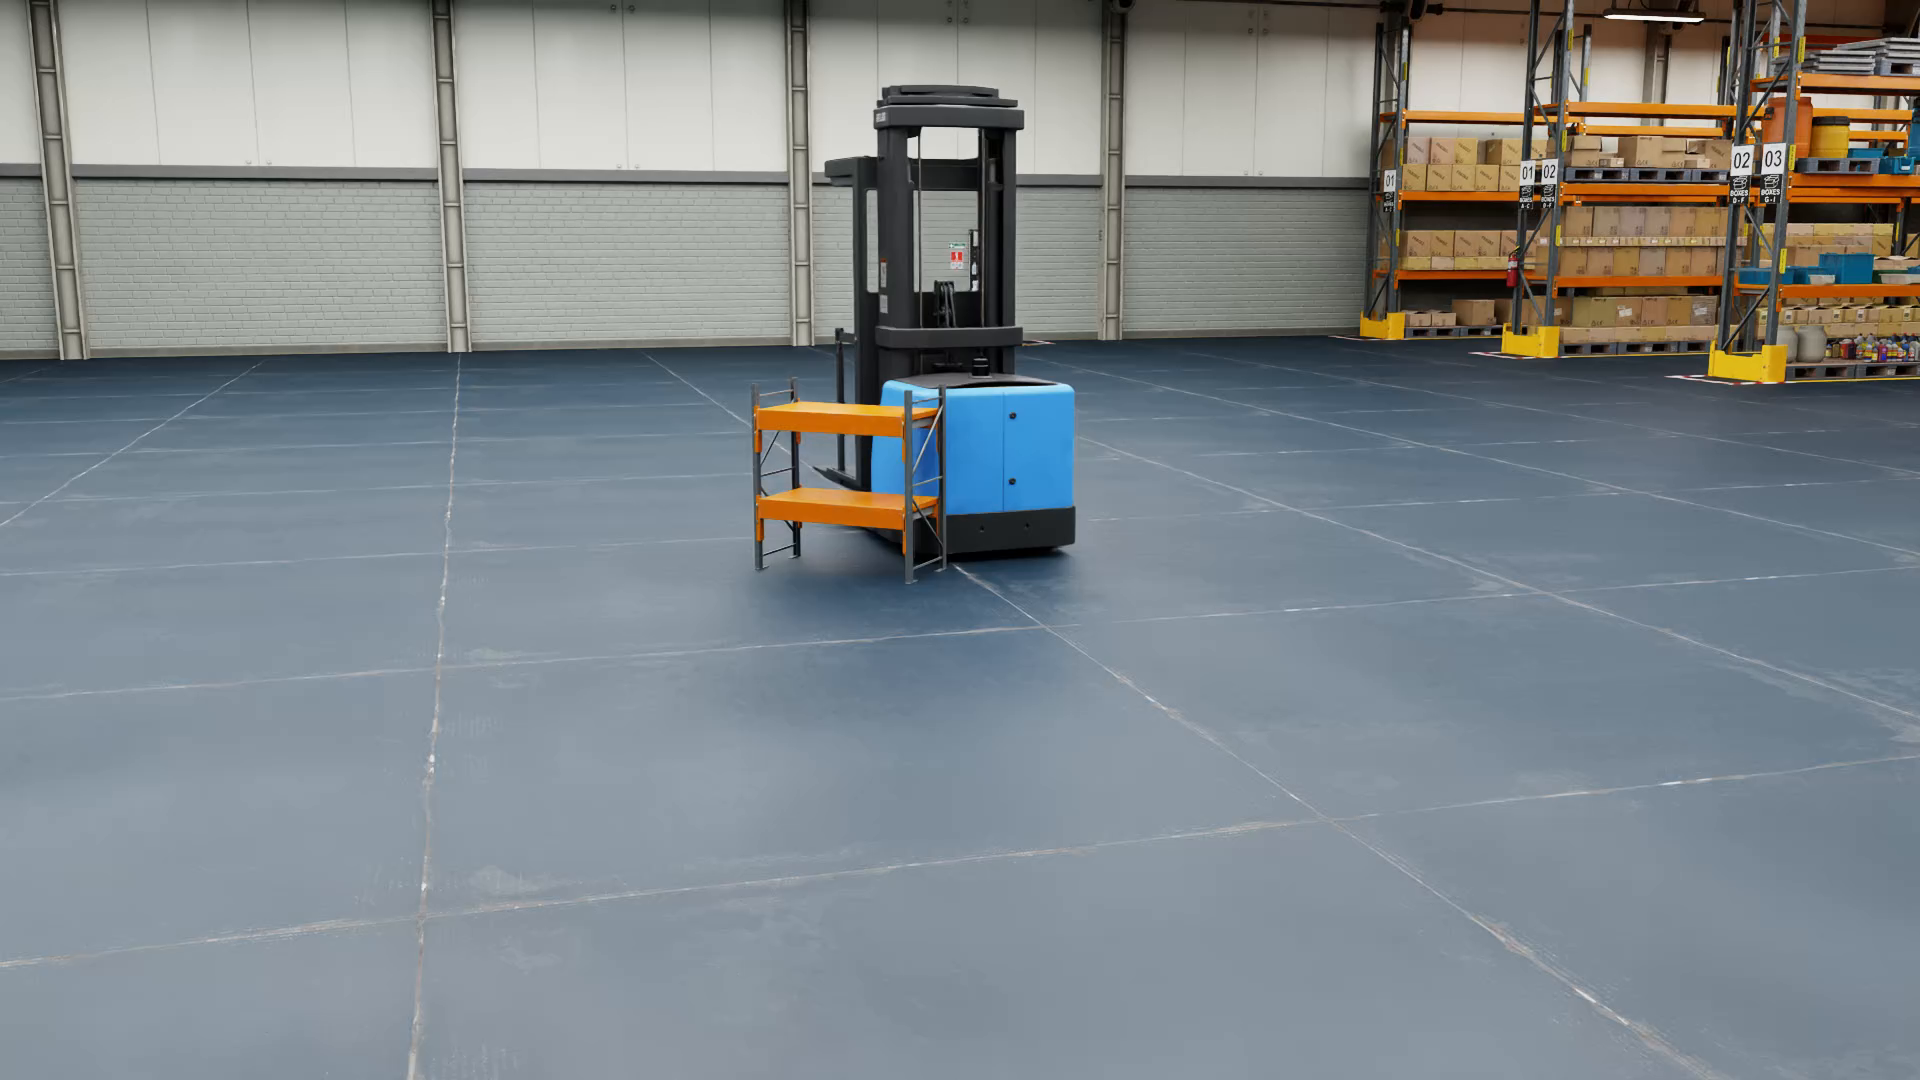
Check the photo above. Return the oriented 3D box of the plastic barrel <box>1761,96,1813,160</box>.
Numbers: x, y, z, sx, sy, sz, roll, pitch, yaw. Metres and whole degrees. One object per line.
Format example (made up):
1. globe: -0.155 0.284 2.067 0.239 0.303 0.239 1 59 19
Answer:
1. plastic barrel: 11.413 -5.673 22.944 0.708 0.830 0.600 -3 11 -16

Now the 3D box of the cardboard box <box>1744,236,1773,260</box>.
1. cardboard box: 16.432 -6.045 34.447 0.500 0.500 0.500 -3 11 -14

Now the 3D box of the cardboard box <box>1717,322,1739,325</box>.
1. cardboard box: 13.758 -3.722 29.415 0.500 0.250 0.500 -3 11 -16

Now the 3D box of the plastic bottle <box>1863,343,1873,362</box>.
1. plastic bottle: 12.810 -2.645 23.450 0.097 0.271 0.097 0 10 0

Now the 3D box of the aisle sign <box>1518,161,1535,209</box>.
1. aisle sign: 9.456 -5.920 27.741 0.004 0.787 0.394 -3 11 -16

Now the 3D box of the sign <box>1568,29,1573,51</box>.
1. sign: 9.750 -7.985 26.549 0.005 0.325 0.100 -3 11 -16

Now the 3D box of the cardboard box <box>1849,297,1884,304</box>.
1. cardboard box: 19.147 -5.156 35.548 0.750 0.750 0.750 -3 11 -15

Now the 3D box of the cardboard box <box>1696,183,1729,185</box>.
1. cardboard box: 15.278 -7.218 33.875 0.500 0.311 0.500 -3 11 -16

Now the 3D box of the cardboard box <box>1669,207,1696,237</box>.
1. cardboard box: 12.051 -5.409 28.285 0.500 0.500 0.700 -3 11 -16

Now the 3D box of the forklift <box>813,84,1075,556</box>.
1. forklift: -0.279 -1.566 11.458 1.130 2.935 3.031 -4 11 -21

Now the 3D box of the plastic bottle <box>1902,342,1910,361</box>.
1. plastic bottle: 13.429 -2.678 23.627 0.097 0.271 0.097 0 10 0

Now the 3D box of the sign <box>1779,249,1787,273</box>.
1. sign: 11.131 -3.773 22.493 0.005 0.325 0.100 -3 11 -16

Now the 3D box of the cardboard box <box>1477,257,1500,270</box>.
1. cardboard box: 10.241 -5.439 32.667 0.500 0.250 0.500 -3 11 -15

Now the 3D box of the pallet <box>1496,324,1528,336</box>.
1. pallet: 11.418 -4.246 33.528 1.213 0.211 1.003 -3 11 -16

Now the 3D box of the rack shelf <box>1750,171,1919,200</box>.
1. rack shelf: 12.902 -4.956 23.382 4.000 0.370 1.077 -3 11 -16

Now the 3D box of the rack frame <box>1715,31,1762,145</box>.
1. rack frame: 15.894 -8.810 34.050 0.127 3.000 1.000 -3 11 -16

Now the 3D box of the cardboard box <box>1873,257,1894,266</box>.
1. cardboard box: 16.369 -4.944 29.861 0.500 0.311 0.500 -3 11 -17

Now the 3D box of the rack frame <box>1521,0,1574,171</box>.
1. rack frame: 9.601 -7.545 27.174 0.127 3.000 1.000 -3 11 -16

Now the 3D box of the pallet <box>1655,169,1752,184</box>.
1. pallet: 12.630 -6.181 28.294 1.213 0.211 1.003 -3 11 -16

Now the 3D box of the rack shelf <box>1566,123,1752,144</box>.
1. rack shelf: 13.973 -8.159 33.601 4.000 0.370 1.077 -3 11 -16

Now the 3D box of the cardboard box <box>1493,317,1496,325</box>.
1. cardboard box: 10.512 -4.394 33.291 0.250 0.149 0.380 -4 11 -21

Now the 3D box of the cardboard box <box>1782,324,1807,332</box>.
1. cardboard box: 14.389 -3.654 29.044 0.500 0.250 0.500 -3 11 -15

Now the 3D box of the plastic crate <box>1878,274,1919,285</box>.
1. plastic crate: 13.334 -3.679 23.477 0.437 0.136 0.530 -3 11 -16

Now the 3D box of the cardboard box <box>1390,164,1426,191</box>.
1. cardboard box: 8.604 -6.963 31.967 0.500 0.500 0.500 -3 11 -14

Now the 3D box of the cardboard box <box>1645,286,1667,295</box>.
1. cardboard box: 14.160 -5.125 34.221 0.500 0.250 0.500 -3 11 -16

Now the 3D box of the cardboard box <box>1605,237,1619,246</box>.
1. cardboard box: 10.773 -4.983 27.763 0.250 0.149 0.380 -3 11 -17

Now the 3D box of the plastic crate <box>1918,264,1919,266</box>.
1. plastic crate: 14.284 -3.900 24.120 0.504 0.338 0.767 -3 11 -16

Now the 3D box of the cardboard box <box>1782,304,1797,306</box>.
1. cardboard box: 14.728 -4.049 29.643 0.500 0.311 0.500 -3 11 -16

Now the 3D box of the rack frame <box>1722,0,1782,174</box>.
1. rack frame: 13.441 -7.747 28.273 0.127 3.000 1.000 -3 11 -16

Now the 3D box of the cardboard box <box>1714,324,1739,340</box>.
1. cardboard box: 13.057 -3.589 28.694 0.500 0.250 0.500 -3 11 -16

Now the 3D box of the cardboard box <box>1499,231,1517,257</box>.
1. cardboard box: 10.722 -5.835 32.744 0.500 0.500 0.500 -3 11 -18

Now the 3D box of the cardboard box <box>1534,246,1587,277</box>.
1. cardboard box: 10.053 -4.665 27.824 0.500 0.500 0.700 -3 11 -16

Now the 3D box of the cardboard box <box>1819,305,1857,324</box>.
1. cardboard box: 15.383 -3.982 29.279 0.500 0.311 0.500 -3 11 -14

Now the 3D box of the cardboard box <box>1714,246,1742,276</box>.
1. cardboard box: 13.017 -4.822 28.680 0.500 0.500 0.700 -3 11 -17

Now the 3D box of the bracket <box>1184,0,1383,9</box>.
1. bracket: 5.854 -10.148 31.372 4.783 0.066 0.076 -3 11 -16

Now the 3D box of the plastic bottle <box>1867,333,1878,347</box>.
1. plastic bottle: 13.342 -2.849 24.339 0.185 0.351 0.144 -3 11 -16

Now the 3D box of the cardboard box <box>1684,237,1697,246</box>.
1. cardboard box: 12.263 -5.063 28.194 0.250 0.149 0.380 -3 11 -16

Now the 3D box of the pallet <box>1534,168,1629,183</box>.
1. pallet: 10.287 -6.057 27.623 1.213 0.211 1.003 -3 11 -16

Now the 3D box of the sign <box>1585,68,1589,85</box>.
1. sign: 12.187 -9.011 32.341 0.005 0.325 0.100 -3 11 -16

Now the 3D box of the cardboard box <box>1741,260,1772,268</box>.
1. cardboard box: 13.902 -4.755 29.007 0.500 0.250 0.500 -2 11 -12

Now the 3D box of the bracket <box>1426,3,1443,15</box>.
1. bracket: 9.141 -10.321 32.313 0.430 0.232 0.235 -3 11 -16

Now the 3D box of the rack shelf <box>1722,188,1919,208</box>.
1. rack shelf: 15.362 -6.019 29.160 4.000 0.370 1.077 -3 11 -16

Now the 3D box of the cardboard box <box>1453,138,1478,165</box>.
1. cardboard box: 9.635 -7.503 32.139 0.500 0.500 0.500 -3 11 -14

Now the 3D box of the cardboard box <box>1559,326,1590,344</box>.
1. cardboard box: 10.178 -3.437 27.865 0.500 0.250 0.500 -3 11 -16

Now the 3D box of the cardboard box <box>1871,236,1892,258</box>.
1. cardboard box: 19.362 -6.201 35.290 0.500 0.500 0.500 -3 11 -17

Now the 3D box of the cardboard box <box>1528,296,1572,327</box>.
1. cardboard box: 10.032 -3.896 28.289 0.500 0.500 0.500 -3 11 -16

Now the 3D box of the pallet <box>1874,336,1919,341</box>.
1. pallet: 16.481 -3.593 29.979 1.213 0.211 1.003 -3 11 -16

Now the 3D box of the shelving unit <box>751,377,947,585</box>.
1. shelving unit: -0.662 -0.375 9.979 1.048 1.125 0.538 5 11 24

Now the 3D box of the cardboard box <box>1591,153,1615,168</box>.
1. cardboard box: 10.633 -6.375 27.974 0.500 0.250 0.500 -3 11 -16

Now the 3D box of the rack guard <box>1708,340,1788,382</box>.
1. rack guard: 11.041 -2.516 23.330 0.348 0.500 1.175 -3 11 -16

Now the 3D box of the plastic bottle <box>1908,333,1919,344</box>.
1. plastic bottle: 13.972 -2.855 24.372 0.185 0.351 0.144 -3 11 -16

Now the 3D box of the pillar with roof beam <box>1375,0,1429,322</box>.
1. pillar with roof beam: 9.846 -7.843 28.795 0.548 9.000 9.100 -3 11 -16

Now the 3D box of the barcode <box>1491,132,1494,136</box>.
1. barcode: 10.598 -8.071 33.074 0.075 0.075 0.001 -3 11 -16
